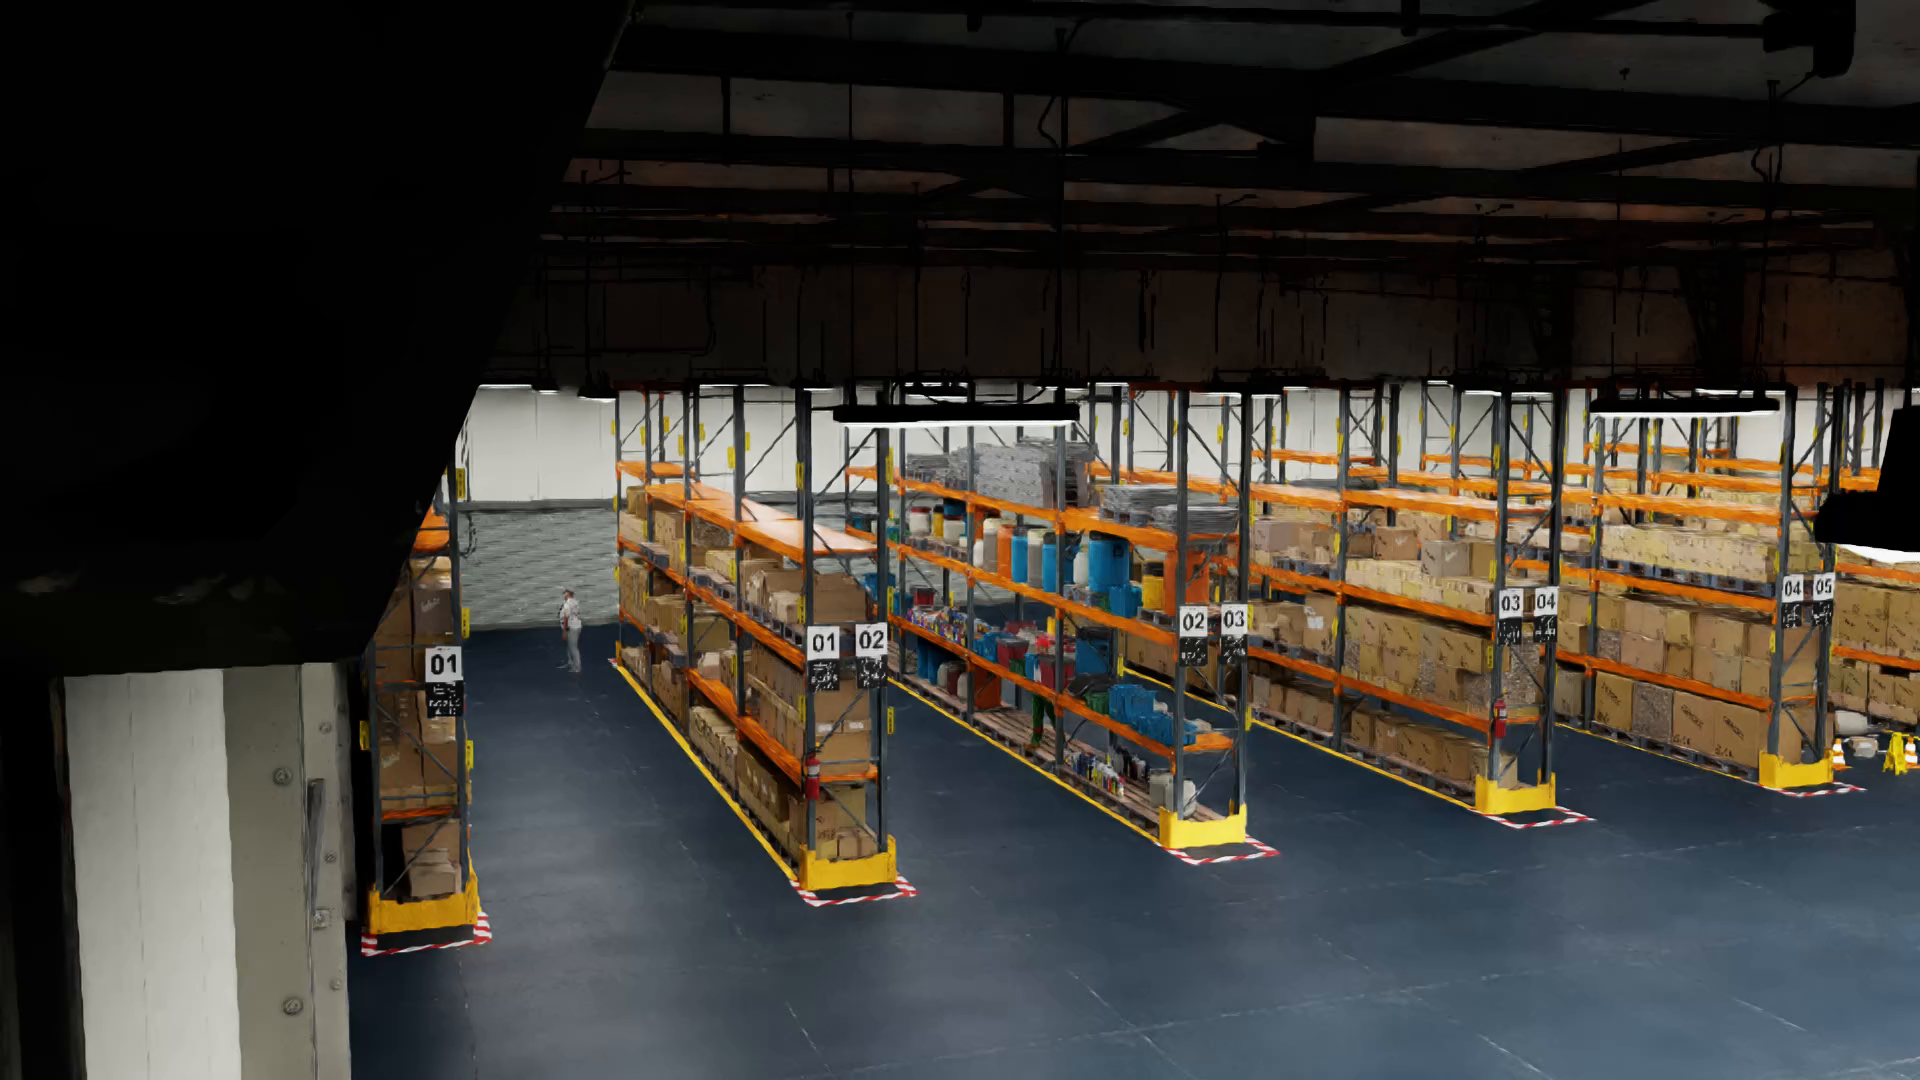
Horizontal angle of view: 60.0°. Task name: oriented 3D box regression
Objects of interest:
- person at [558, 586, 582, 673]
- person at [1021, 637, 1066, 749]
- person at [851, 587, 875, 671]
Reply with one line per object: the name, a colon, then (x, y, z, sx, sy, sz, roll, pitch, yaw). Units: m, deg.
person: (-8.042, 1.830, 34.223, 0.582, 1.748, 0.637, 1, 6, 6)
person: (1.328, 2.435, 26.404, 0.618, 1.790, 0.707, -4, 7, -32)
person: (-1.939, 1.837, 34.003, 0.642, 1.771, 0.692, 0, 6, 2)
